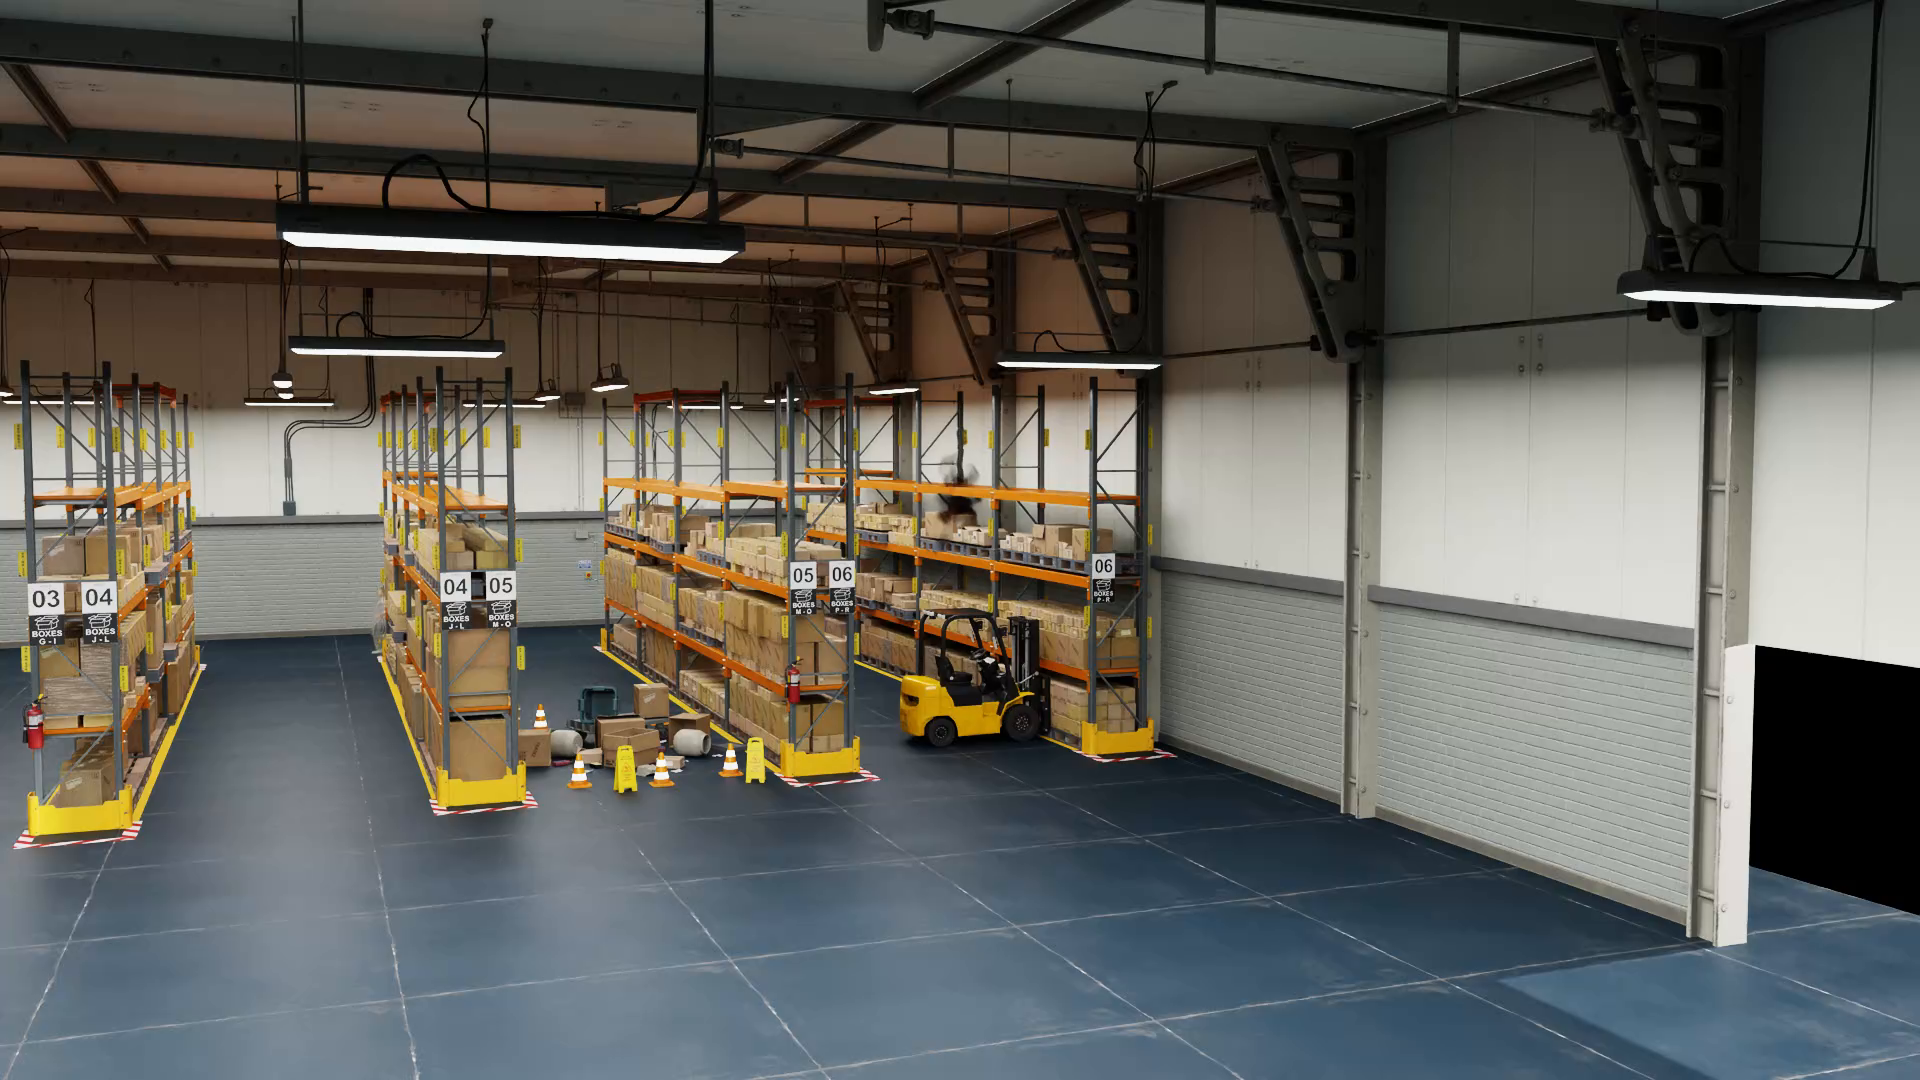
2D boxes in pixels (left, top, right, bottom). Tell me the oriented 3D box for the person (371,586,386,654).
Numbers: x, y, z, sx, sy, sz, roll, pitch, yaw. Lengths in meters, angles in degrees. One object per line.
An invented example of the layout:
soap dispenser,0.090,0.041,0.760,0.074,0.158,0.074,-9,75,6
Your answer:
person,-13.422,1.871,38.840,0.669,1.619,0.605,-1,4,-18
